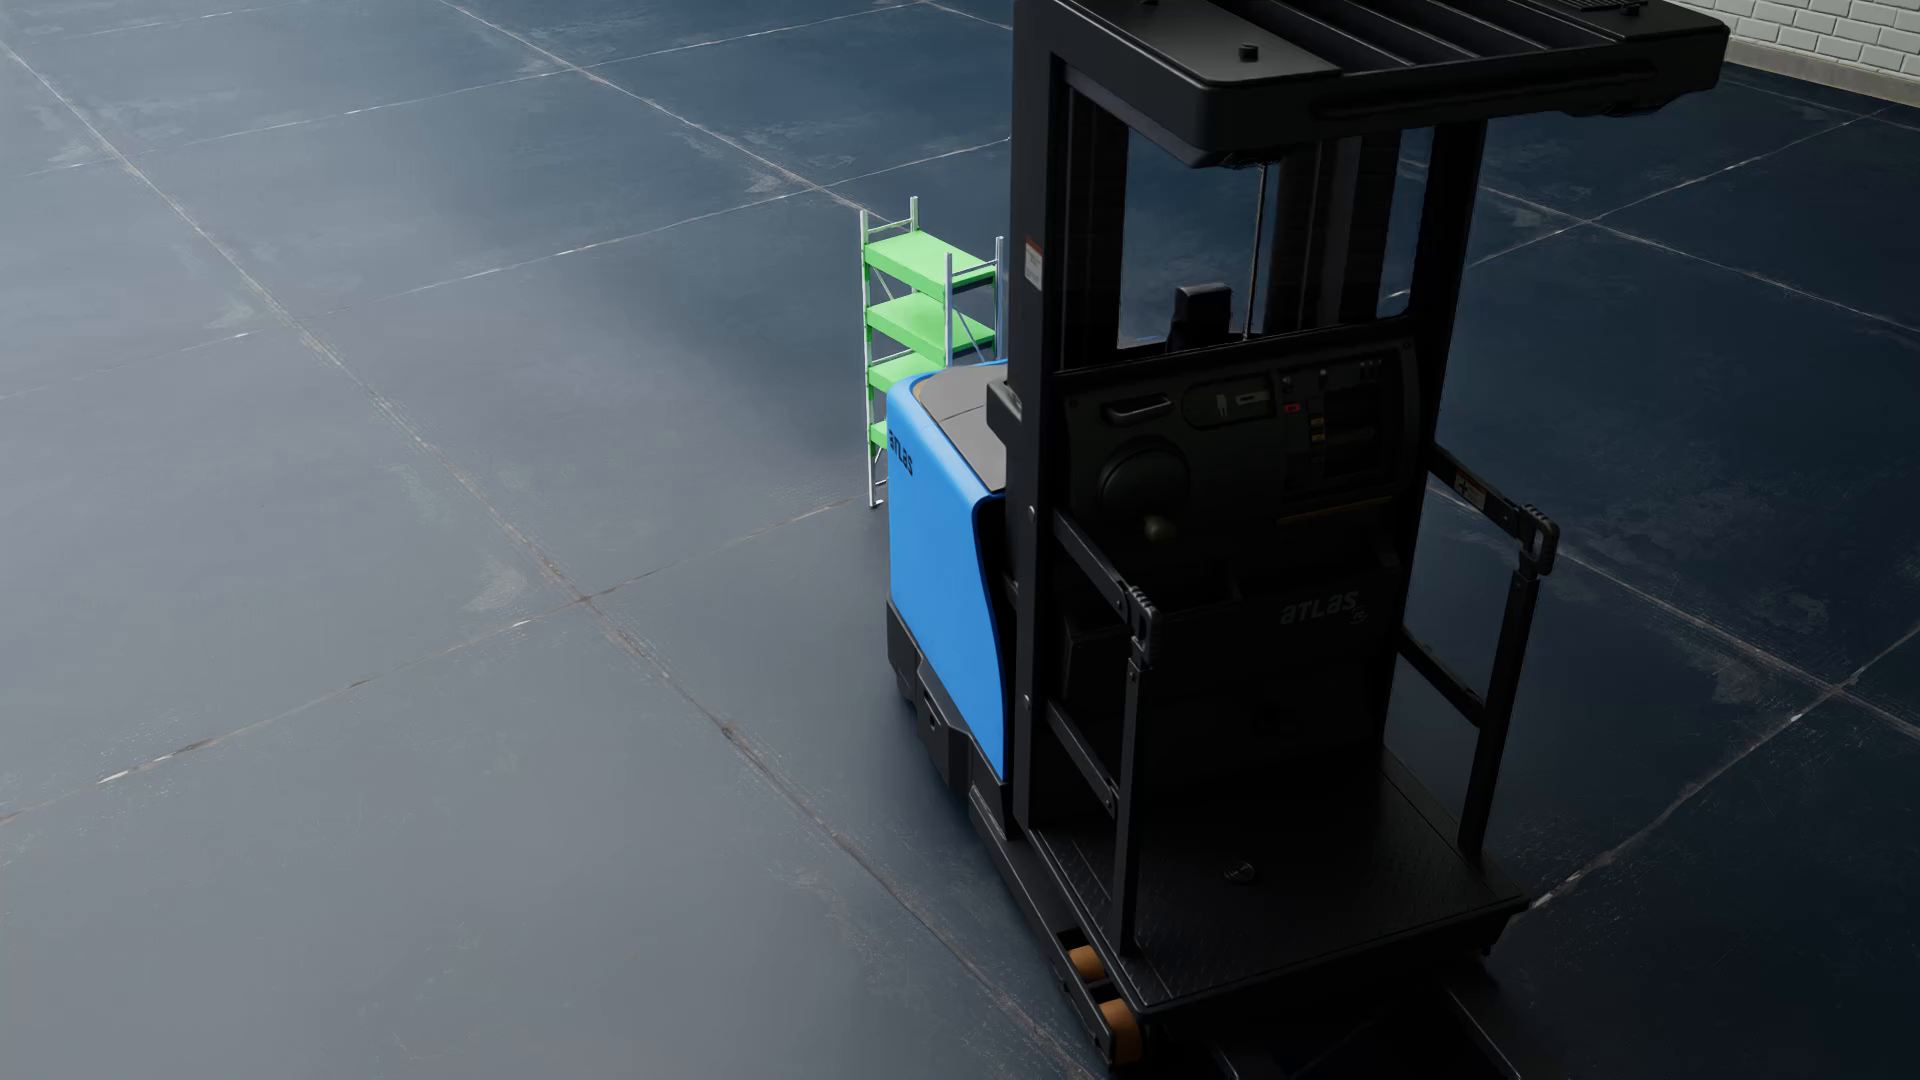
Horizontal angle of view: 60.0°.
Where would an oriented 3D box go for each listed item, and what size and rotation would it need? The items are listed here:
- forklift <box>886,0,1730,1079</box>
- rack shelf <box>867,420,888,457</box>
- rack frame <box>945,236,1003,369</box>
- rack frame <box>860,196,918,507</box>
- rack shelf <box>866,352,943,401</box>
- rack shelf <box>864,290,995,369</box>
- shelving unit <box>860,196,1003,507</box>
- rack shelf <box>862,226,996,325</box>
[{"bbox_3d":[0.755,-0.185,3.769,1.130,2.935,3.031,-11,34,-17],"label":"forklift"},{"bbox_3d":[-0.101,-0.321,6.205,0.258,0.148,0.480,-22,38,-31],"label":"rack shelf"},{"bbox_3d":[0.048,-0.477,5.881,0.240,1.200,0.015,-22,38,-31],"label":"rack frame"},{"bbox_3d":[-0.251,-0.680,6.208,0.240,1.200,0.015,-22,38,-31],"label":"rack frame"},{"bbox_3d":[-0.101,-0.524,6.078,0.258,0.148,0.480,-22,38,-31],"label":"rack shelf"},{"bbox_3d":[-0.101,-0.728,5.952,0.258,0.148,0.480,-22,38,-31],"label":"rack shelf"},{"bbox_3d":[-0.101,-0.579,6.045,0.258,1.200,0.503,-22,38,-31],"label":"shelving unit"},{"bbox_3d":[-0.101,-0.932,5.825,0.258,0.148,0.480,-22,38,-31],"label":"rack shelf"}]
